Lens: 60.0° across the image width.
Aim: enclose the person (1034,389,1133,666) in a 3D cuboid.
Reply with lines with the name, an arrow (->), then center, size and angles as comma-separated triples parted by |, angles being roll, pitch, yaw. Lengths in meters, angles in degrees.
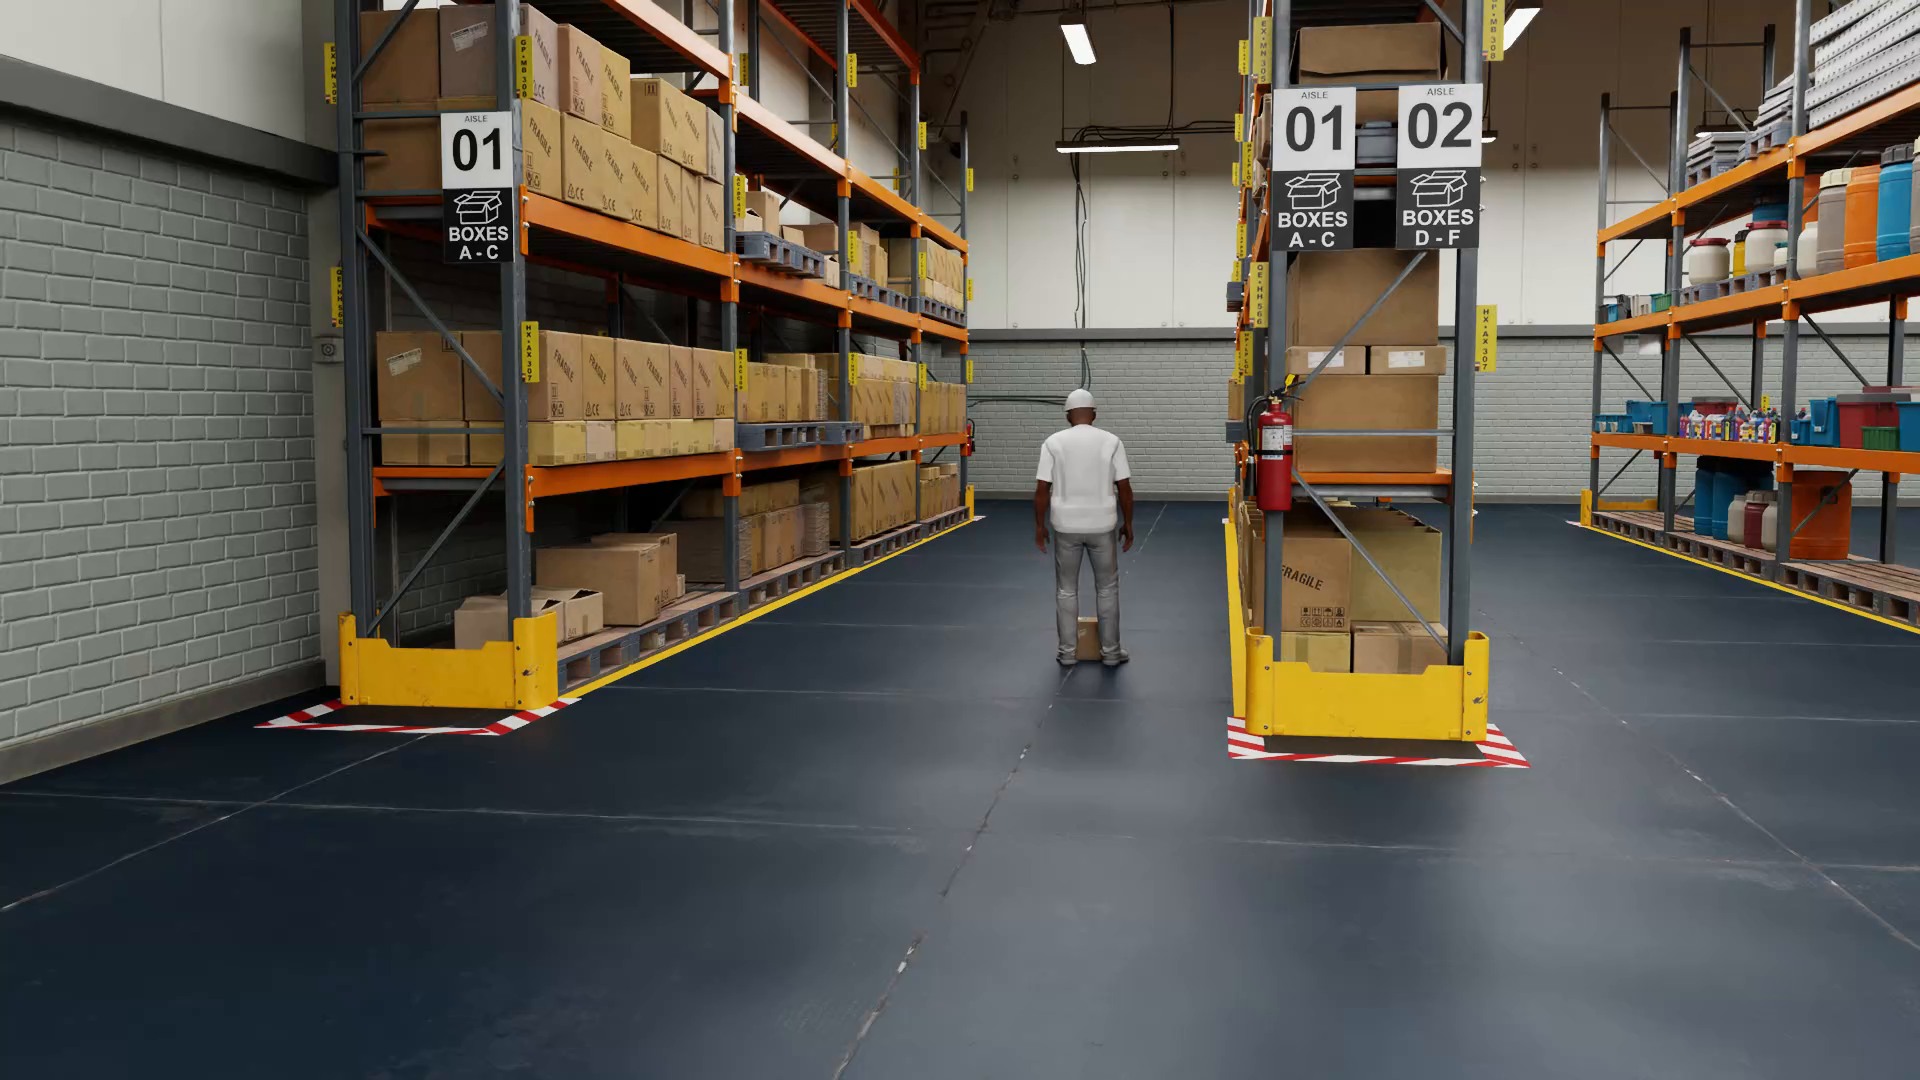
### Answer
person -> 0.794, -0.086, 10.653 | 0.632, 1.759, 0.462 | 0, 4, 5
